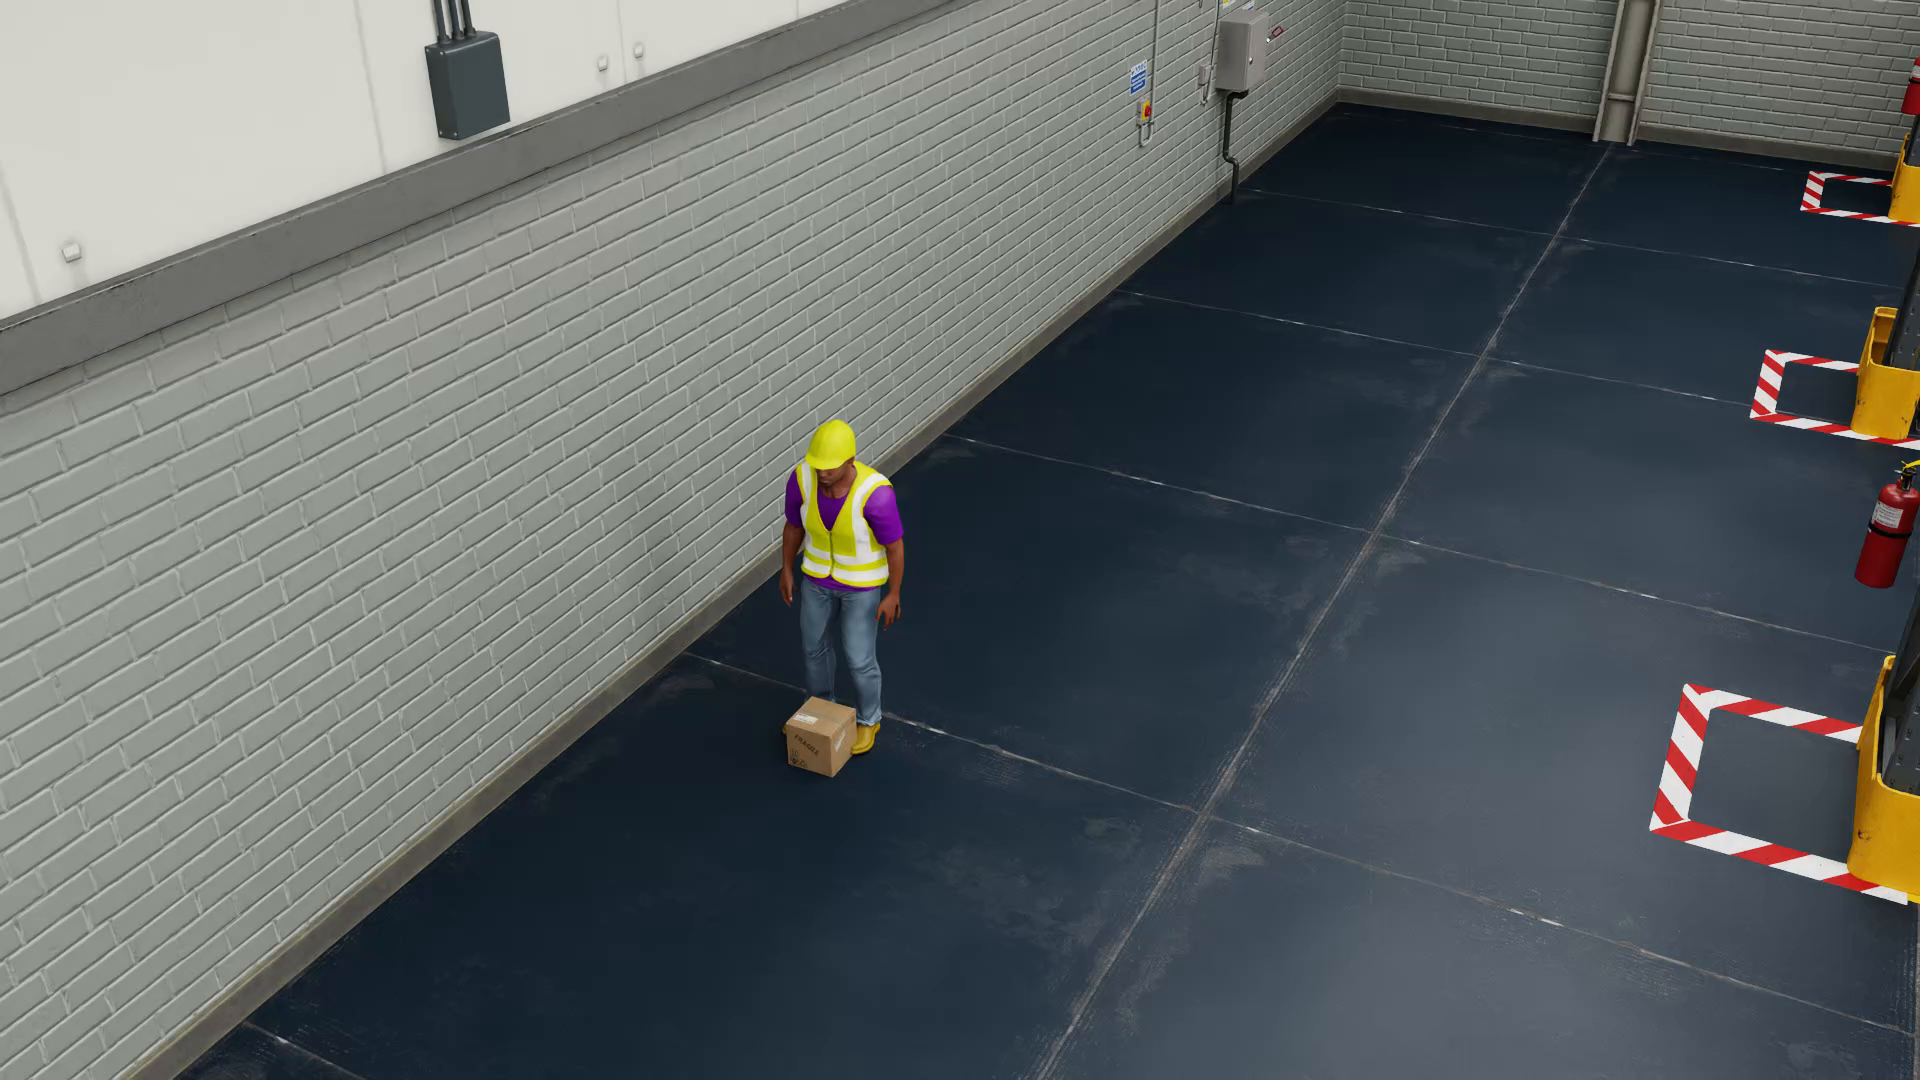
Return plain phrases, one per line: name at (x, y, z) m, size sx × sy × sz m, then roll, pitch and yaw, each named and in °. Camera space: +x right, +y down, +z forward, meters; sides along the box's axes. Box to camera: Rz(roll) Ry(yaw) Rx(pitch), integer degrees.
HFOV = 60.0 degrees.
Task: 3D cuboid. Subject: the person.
person at (-0.572, 0.206, 7.917) m, size 0.632 × 1.759 × 0.461 m, roll 12°, pitch 32°, yaw 20°
